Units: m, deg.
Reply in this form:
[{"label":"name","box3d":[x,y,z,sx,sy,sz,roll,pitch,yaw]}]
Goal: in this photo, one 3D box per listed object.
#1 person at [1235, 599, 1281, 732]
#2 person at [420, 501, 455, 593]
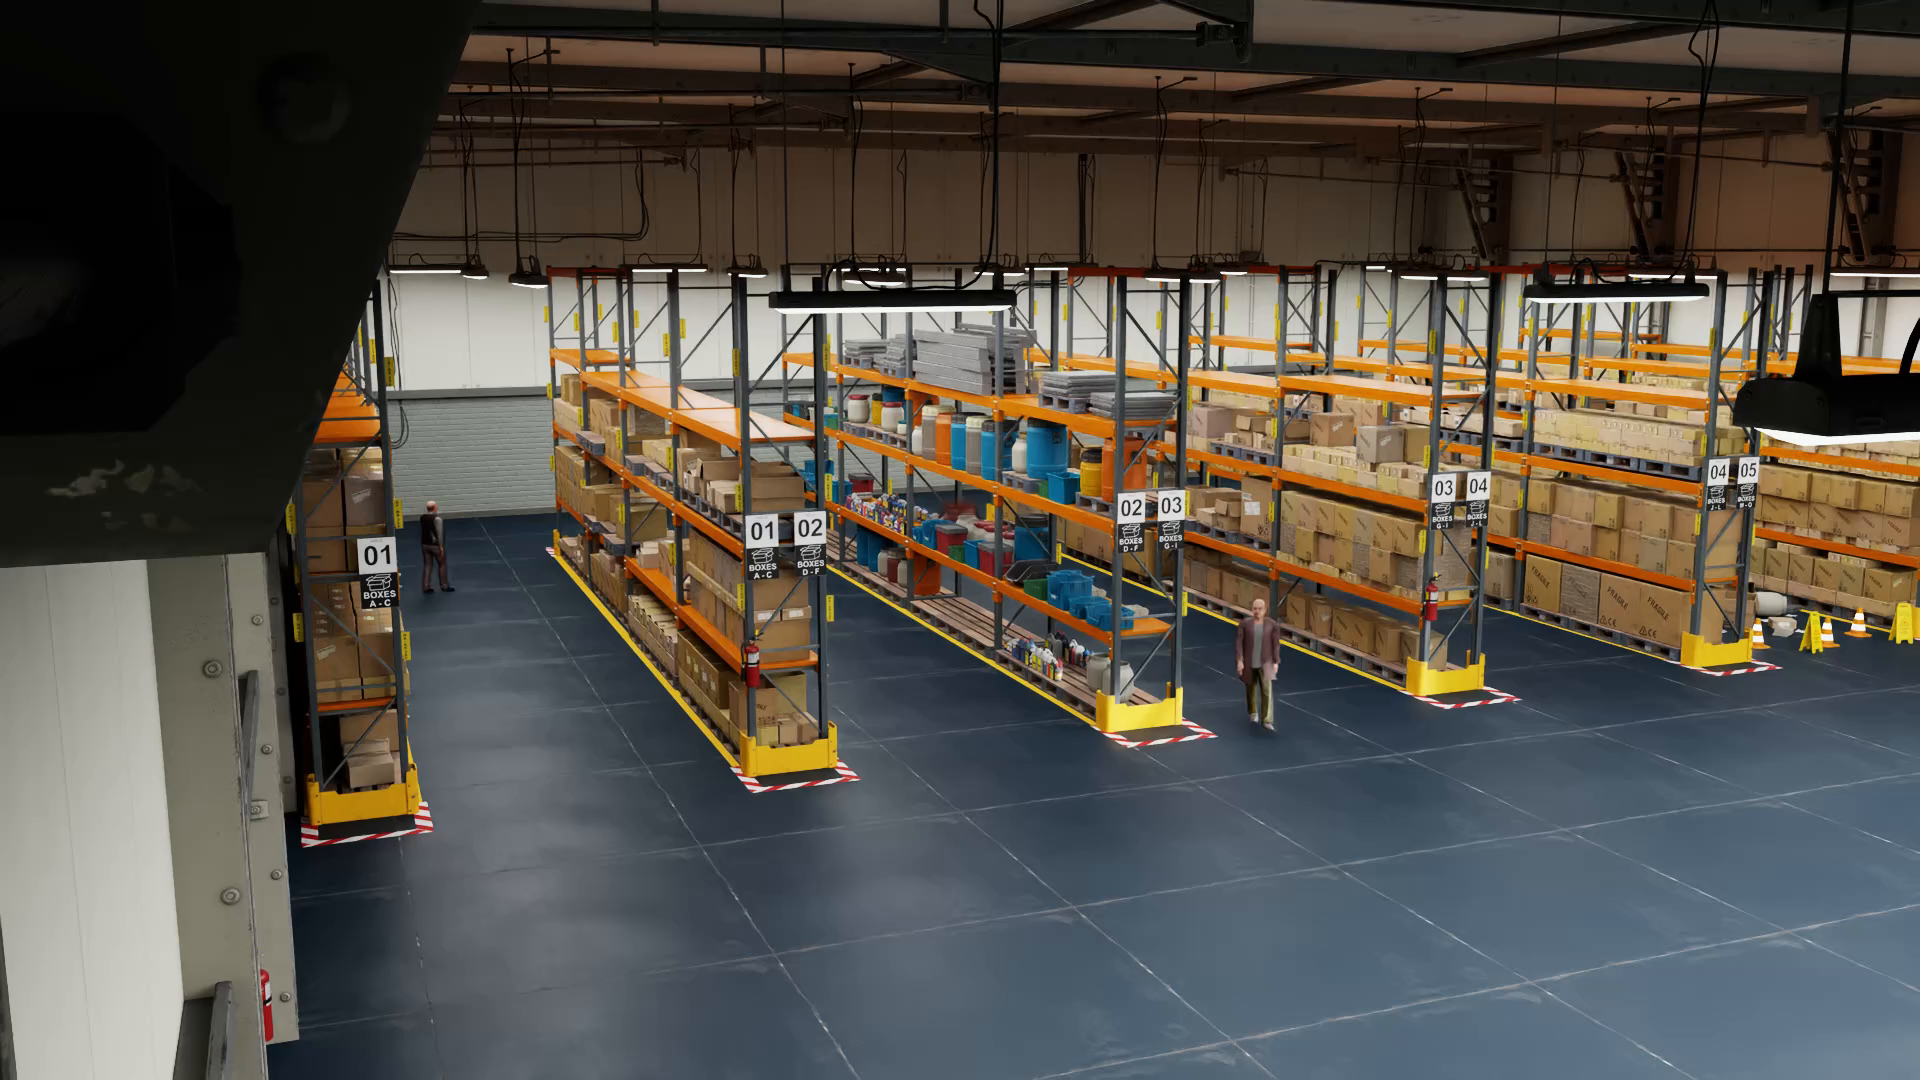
[{"label":"person","box3d":[3.935,1.657,22.052,0.614,1.730,1.101,3,10,16]},{"label":"person","box3d":[-9.782,0.129,30.969,0.573,1.736,0.647,4,11,23]}]
